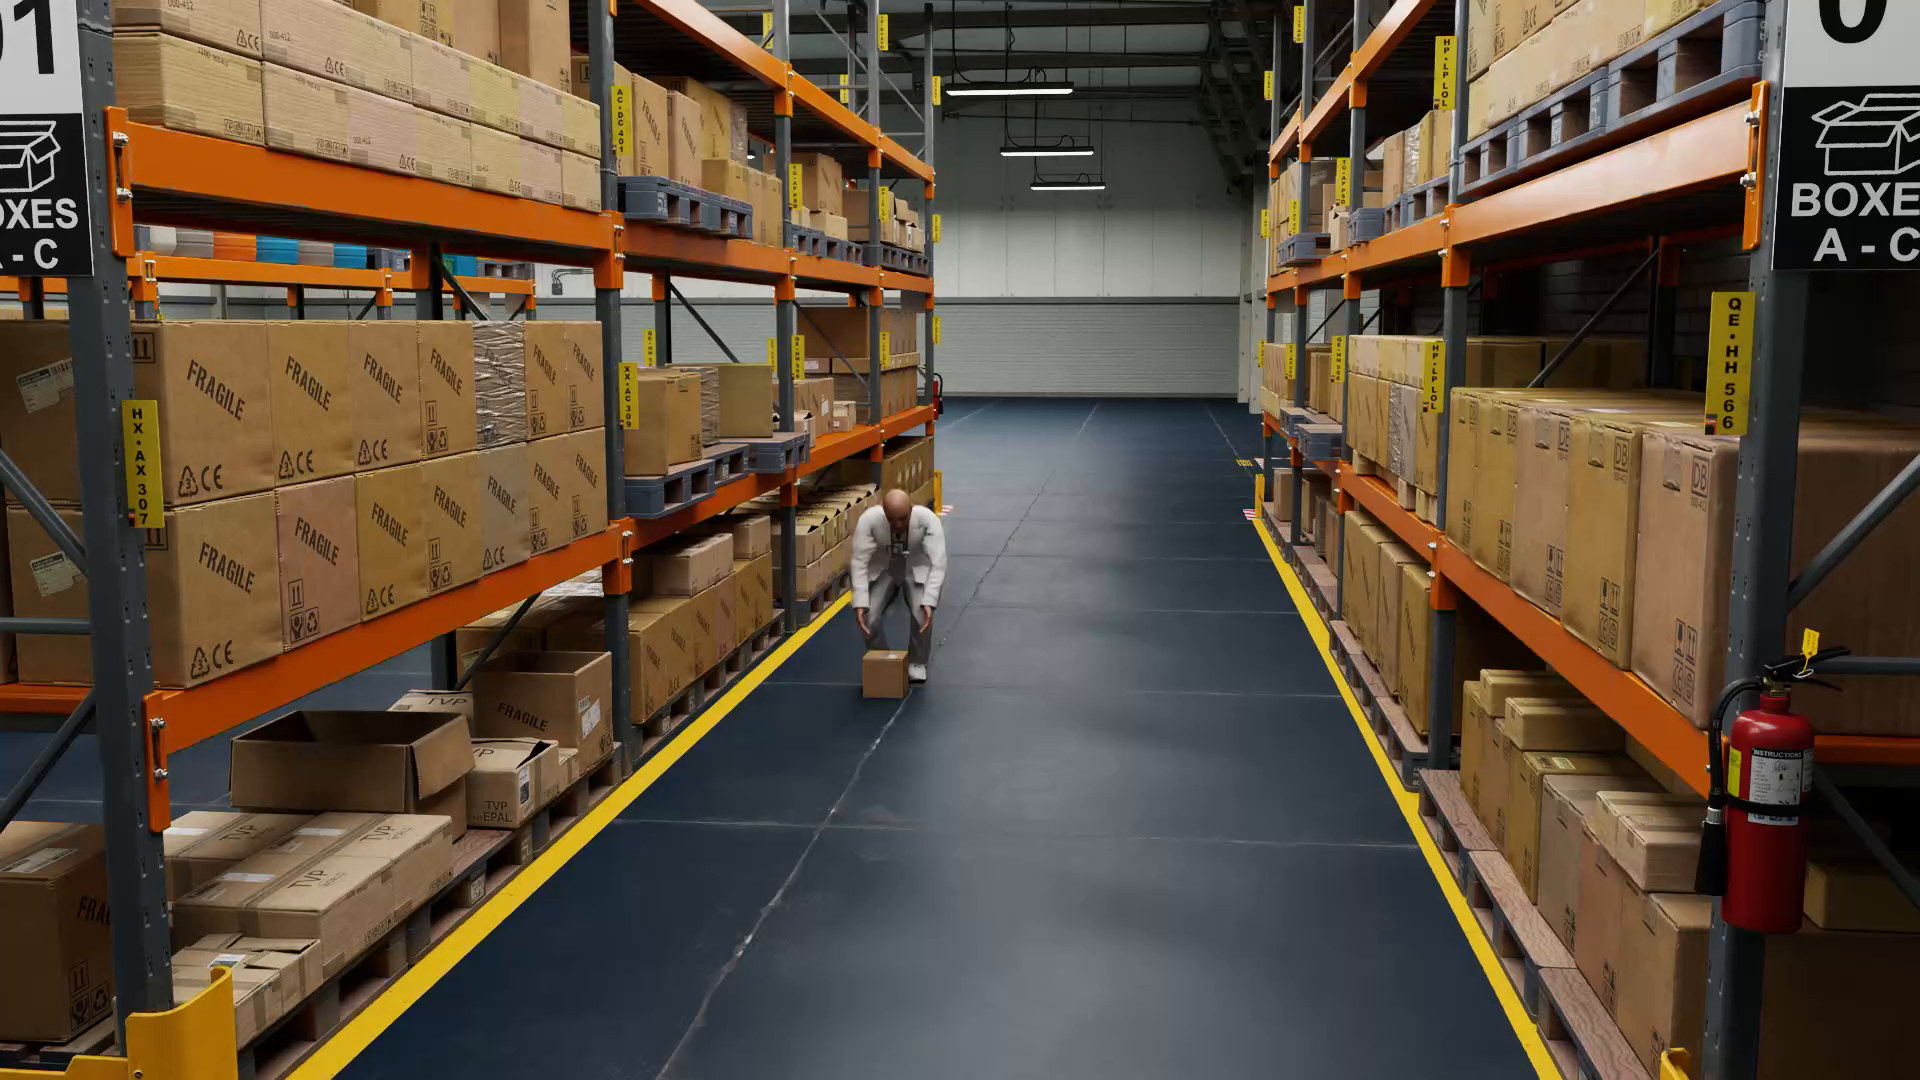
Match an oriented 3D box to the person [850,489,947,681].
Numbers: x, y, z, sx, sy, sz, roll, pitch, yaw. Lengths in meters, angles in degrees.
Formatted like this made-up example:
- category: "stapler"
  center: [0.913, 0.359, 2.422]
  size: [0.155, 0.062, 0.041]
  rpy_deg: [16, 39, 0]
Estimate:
- category: "person"
  center: [-0.382, 0.278, 10.712]
  size: [0.631, 1.264, 0.793]
  rpy_deg: [1, 7, 6]
